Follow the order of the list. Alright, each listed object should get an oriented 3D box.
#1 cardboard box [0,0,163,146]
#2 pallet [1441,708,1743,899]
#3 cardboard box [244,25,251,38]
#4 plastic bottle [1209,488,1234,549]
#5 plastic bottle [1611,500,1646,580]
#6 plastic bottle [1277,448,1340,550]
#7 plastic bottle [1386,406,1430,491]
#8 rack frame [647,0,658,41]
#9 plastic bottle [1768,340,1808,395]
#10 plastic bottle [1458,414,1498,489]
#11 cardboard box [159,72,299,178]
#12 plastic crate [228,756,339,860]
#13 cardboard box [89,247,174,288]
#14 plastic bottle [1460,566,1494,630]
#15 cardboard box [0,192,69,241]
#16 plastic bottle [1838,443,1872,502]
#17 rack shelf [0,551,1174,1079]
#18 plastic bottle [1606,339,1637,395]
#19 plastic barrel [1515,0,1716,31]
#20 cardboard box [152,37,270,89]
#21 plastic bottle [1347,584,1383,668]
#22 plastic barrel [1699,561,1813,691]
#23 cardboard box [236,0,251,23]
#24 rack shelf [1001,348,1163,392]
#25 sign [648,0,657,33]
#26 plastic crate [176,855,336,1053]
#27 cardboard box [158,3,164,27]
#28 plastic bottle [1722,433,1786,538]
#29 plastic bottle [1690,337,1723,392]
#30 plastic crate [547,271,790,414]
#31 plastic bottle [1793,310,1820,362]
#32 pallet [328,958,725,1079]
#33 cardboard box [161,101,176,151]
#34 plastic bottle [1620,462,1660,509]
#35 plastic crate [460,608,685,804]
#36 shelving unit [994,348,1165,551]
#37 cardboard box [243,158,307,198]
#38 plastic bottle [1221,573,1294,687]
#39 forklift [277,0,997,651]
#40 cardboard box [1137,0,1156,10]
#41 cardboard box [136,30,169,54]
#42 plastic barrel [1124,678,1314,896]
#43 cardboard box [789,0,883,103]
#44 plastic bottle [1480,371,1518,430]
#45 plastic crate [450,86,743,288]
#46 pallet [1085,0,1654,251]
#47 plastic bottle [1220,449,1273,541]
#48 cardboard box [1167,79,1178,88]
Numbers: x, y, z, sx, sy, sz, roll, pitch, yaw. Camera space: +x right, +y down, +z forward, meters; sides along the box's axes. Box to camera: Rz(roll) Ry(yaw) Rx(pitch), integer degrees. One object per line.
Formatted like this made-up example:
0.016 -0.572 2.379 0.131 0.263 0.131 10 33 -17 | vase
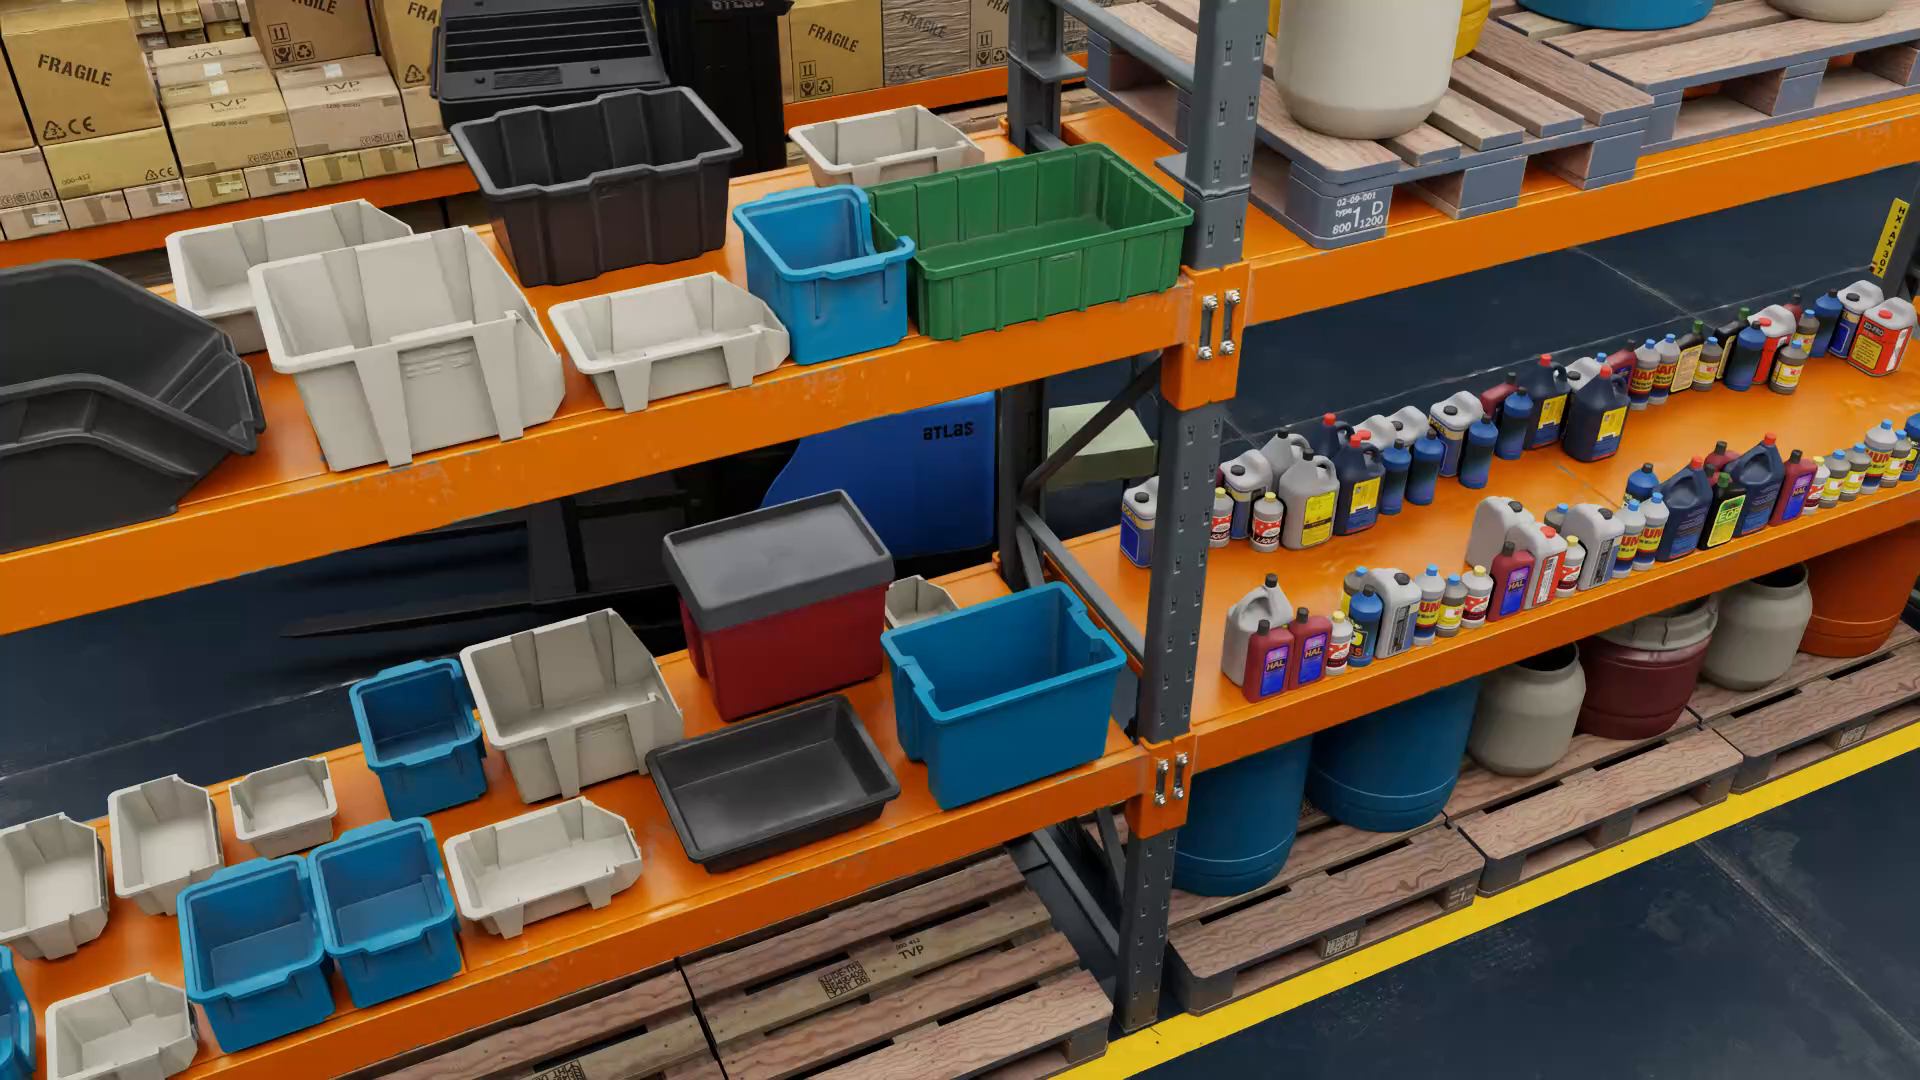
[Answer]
-3.864 -2.098 7.307 0.500 0.500 0.500 -17 40 -21 | cardboard box
2.215 0.794 6.502 1.213 0.211 1.003 -16 39 -20 | pallet
-5.139 -3.662 12.210 0.250 0.149 0.380 -15 39 -19 | cardboard box
0.852 -0.081 5.508 0.097 0.201 0.097 0 37 0 | plastic bottle
2.139 -0.010 5.353 0.097 0.271 0.097 0 37 0 | plastic bottle
1.147 -0.153 5.480 0.185 0.351 0.144 -16 39 -20 | plastic bottle
1.522 -0.320 5.768 0.135 0.276 0.152 -16 39 -20 | plastic bottle
-1.711 -2.513 8.620 0.127 3.000 1.000 -16 39 -20 | rack frame
3.136 -0.660 6.288 0.097 0.201 0.097 0 37 0 | plastic bottle
1.801 -0.315 5.764 0.097 0.271 0.097 0 37 0 | plastic bottle
-3.389 -1.931 7.711 0.500 0.250 0.500 -16 40 -21 | cardboard box
-1.796 0.714 4.440 0.250 0.136 0.298 -16 39 -20 | plastic crate
-3.963 -1.251 8.350 0.875 0.875 0.875 -16 39 -20 | cardboard box
1.598 0.170 5.170 0.097 0.201 0.097 0 37 0 | plastic bottle
-4.172 -1.509 7.477 0.250 0.149 0.380 -16 40 -21 | cardboard box
3.067 -0.241 5.724 0.097 0.201 0.097 0 37 0 | plastic bottle
-1.417 0.953 4.551 4.000 0.370 1.077 -16 39 -20 | rack shelf
2.420 -0.604 6.145 0.133 0.283 0.061 -16 39 -20 | plastic bottle
1.873 -1.931 4.544 0.708 0.901 0.600 -16 39 -20 | plastic barrel
-3.617 -2.217 8.097 0.500 0.250 0.500 -16 39 -20 | cardboard box
1.212 0.250 5.004 0.097 0.271 0.097 0 37 0 | plastic bottle
3.105 0.300 6.563 0.421 0.512 0.421 0 37 0 | plastic barrel
-5.088 -3.876 11.999 0.250 0.149 0.380 -17 40 -22 | cardboard box
0.476 -0.932 7.093 0.720 0.370 0.431 -8 37 -11 | rack shelf
-1.474 -2.593 7.936 0.005 0.325 0.100 -16 39 -20 | sign
-1.673 0.996 3.980 0.300 0.233 0.416 -16 39 -20 | plastic crate
-5.819 -3.957 12.358 0.250 0.149 0.380 -14 39 -18 | cardboard box
2.633 -0.195 5.536 0.185 0.351 0.144 -16 39 -20 | plastic bottle
2.829 -0.674 6.307 0.097 0.201 0.097 0 37 0 | plastic bottle
-0.597 -0.414 3.493 0.466 0.136 0.293 -16 39 -20 | plastic crate
3.280 -0.800 6.478 0.097 0.201 0.097 0 37 0 | plastic bottle
-1.362 1.796 5.151 1.213 0.211 1.003 -16 39 -20 | pallet
-3.991 -1.992 8.129 0.250 0.149 0.380 -15 39 -20 | cardboard box
2.254 -0.137 5.524 0.097 0.271 0.097 0 37 0 | plastic bottle
-1.068 0.469 4.649 0.530 0.282 0.437 -16 39 -20 | plastic crate
0.476 -0.619 7.326 0.755 1.500 0.431 -8 37 -11 | shelving unit
-3.242 -1.769 7.828 0.250 0.149 0.380 -15 39 -19 | cardboard box
0.886 0.253 4.932 0.185 0.351 0.144 -16 39 -20 | plastic bottle
-1.414 -1.005 6.644 3.031 2.935 1.130 -8 37 -11 | forklift
1.114 -3.184 9.441 0.500 0.500 0.500 -16 39 -20 | cardboard box
-5.831 -3.611 11.892 0.250 0.149 0.380 -18 40 -22 | cardboard box
0.893 0.704 5.692 0.708 0.901 0.600 -16 39 -20 | plastic barrel
-0.734 -2.662 8.738 0.500 0.500 0.500 -16 39 -20 | cardboard box
1.922 -0.465 5.957 0.133 0.283 0.061 -16 39 -20 | plastic bottle
-0.848 -0.828 3.940 0.590 0.269 0.497 -16 39 -20 | plastic crate
1.061 -1.222 4.520 1.003 0.211 1.213 -16 39 -20 | pallet
0.943 -0.159 5.550 0.135 0.276 0.152 -16 39 -20 | plastic bottle
1.276 -2.677 10.273 0.875 0.875 1.225 -17 40 -22 | cardboard box
